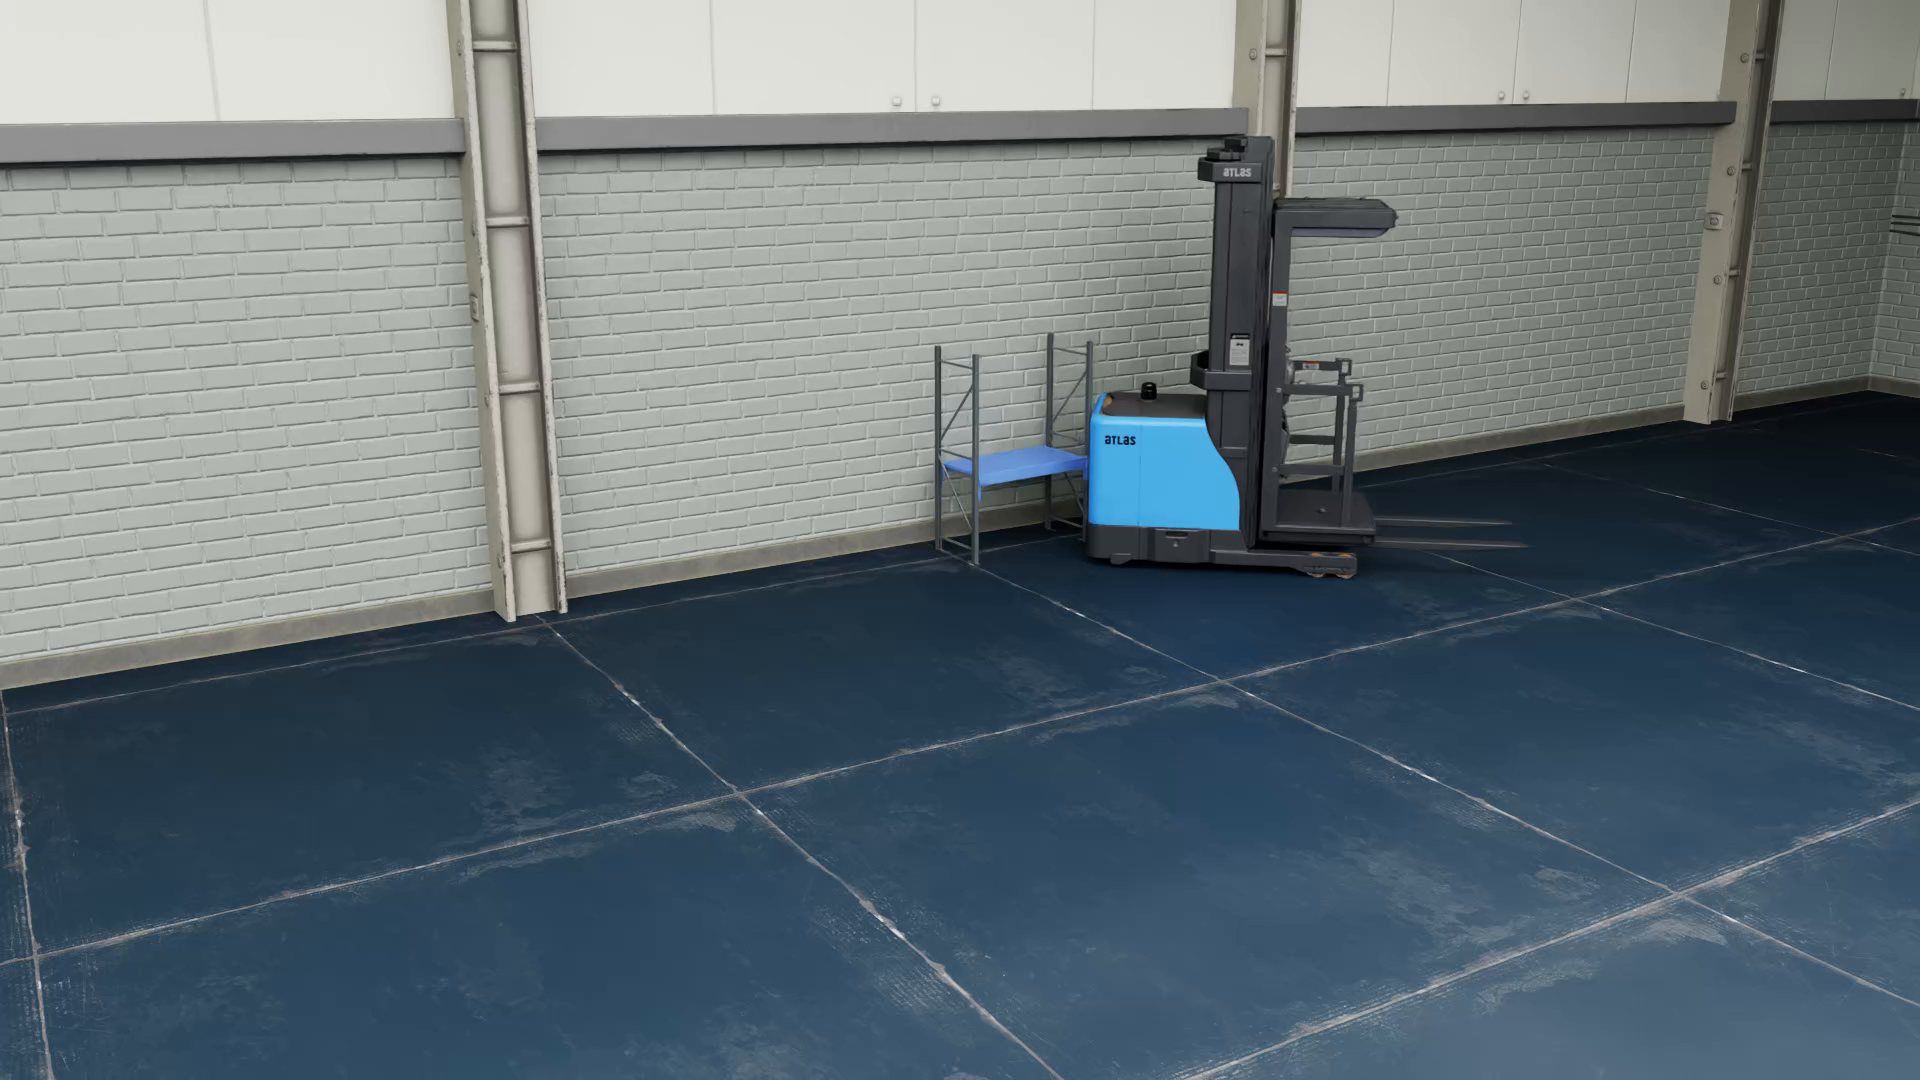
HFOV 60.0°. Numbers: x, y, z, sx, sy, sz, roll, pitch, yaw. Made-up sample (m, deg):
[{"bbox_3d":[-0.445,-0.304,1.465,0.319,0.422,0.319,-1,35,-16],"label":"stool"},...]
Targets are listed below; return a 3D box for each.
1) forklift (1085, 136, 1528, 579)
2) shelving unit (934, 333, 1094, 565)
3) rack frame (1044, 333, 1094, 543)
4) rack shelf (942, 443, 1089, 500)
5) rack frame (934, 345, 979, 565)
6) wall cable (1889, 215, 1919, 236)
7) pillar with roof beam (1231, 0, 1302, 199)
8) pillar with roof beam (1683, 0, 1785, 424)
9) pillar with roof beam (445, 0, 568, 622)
[{"bbox_3d":[2.450,-1.299,11.614,3.031,2.935,1.130,2,16,8],"label":"forklift"},{"bbox_3d":[0.389,-0.680,12.056,1.048,1.500,0.538,-11,19,-34],"label":"shelving unit"},{"bbox_3d":[0.803,-0.760,12.341,0.032,1.500,0.500,-11,19,-34],"label":"rack frame"},{"bbox_3d":[0.389,-0.507,12.105,1.000,0.185,0.538,-11,19,-34],"label":"rack shelf"},{"bbox_3d":[-0.024,-0.600,11.772,0.032,1.500,0.500,-11,19,-34],"label":"rack frame"},{"bbox_3d":[10.712,-4.152,16.302,0.112,2.526,3.097,-9,18,-30],"label":"wall cable"},{"bbox_3d":[4.580,-3.713,8.985,0.400,9.000,9.100,-9,18,-30],"label":"pillar with roof beam"},{"bbox_3d":[9.723,-4.547,11.960,0.400,9.000,9.100,-9,18,-30],"label":"pillar with roof beam"},{"bbox_3d":[-0.564,-2.879,6.010,0.400,9.000,9.100,-9,18,-30],"label":"pillar with roof beam"}]
